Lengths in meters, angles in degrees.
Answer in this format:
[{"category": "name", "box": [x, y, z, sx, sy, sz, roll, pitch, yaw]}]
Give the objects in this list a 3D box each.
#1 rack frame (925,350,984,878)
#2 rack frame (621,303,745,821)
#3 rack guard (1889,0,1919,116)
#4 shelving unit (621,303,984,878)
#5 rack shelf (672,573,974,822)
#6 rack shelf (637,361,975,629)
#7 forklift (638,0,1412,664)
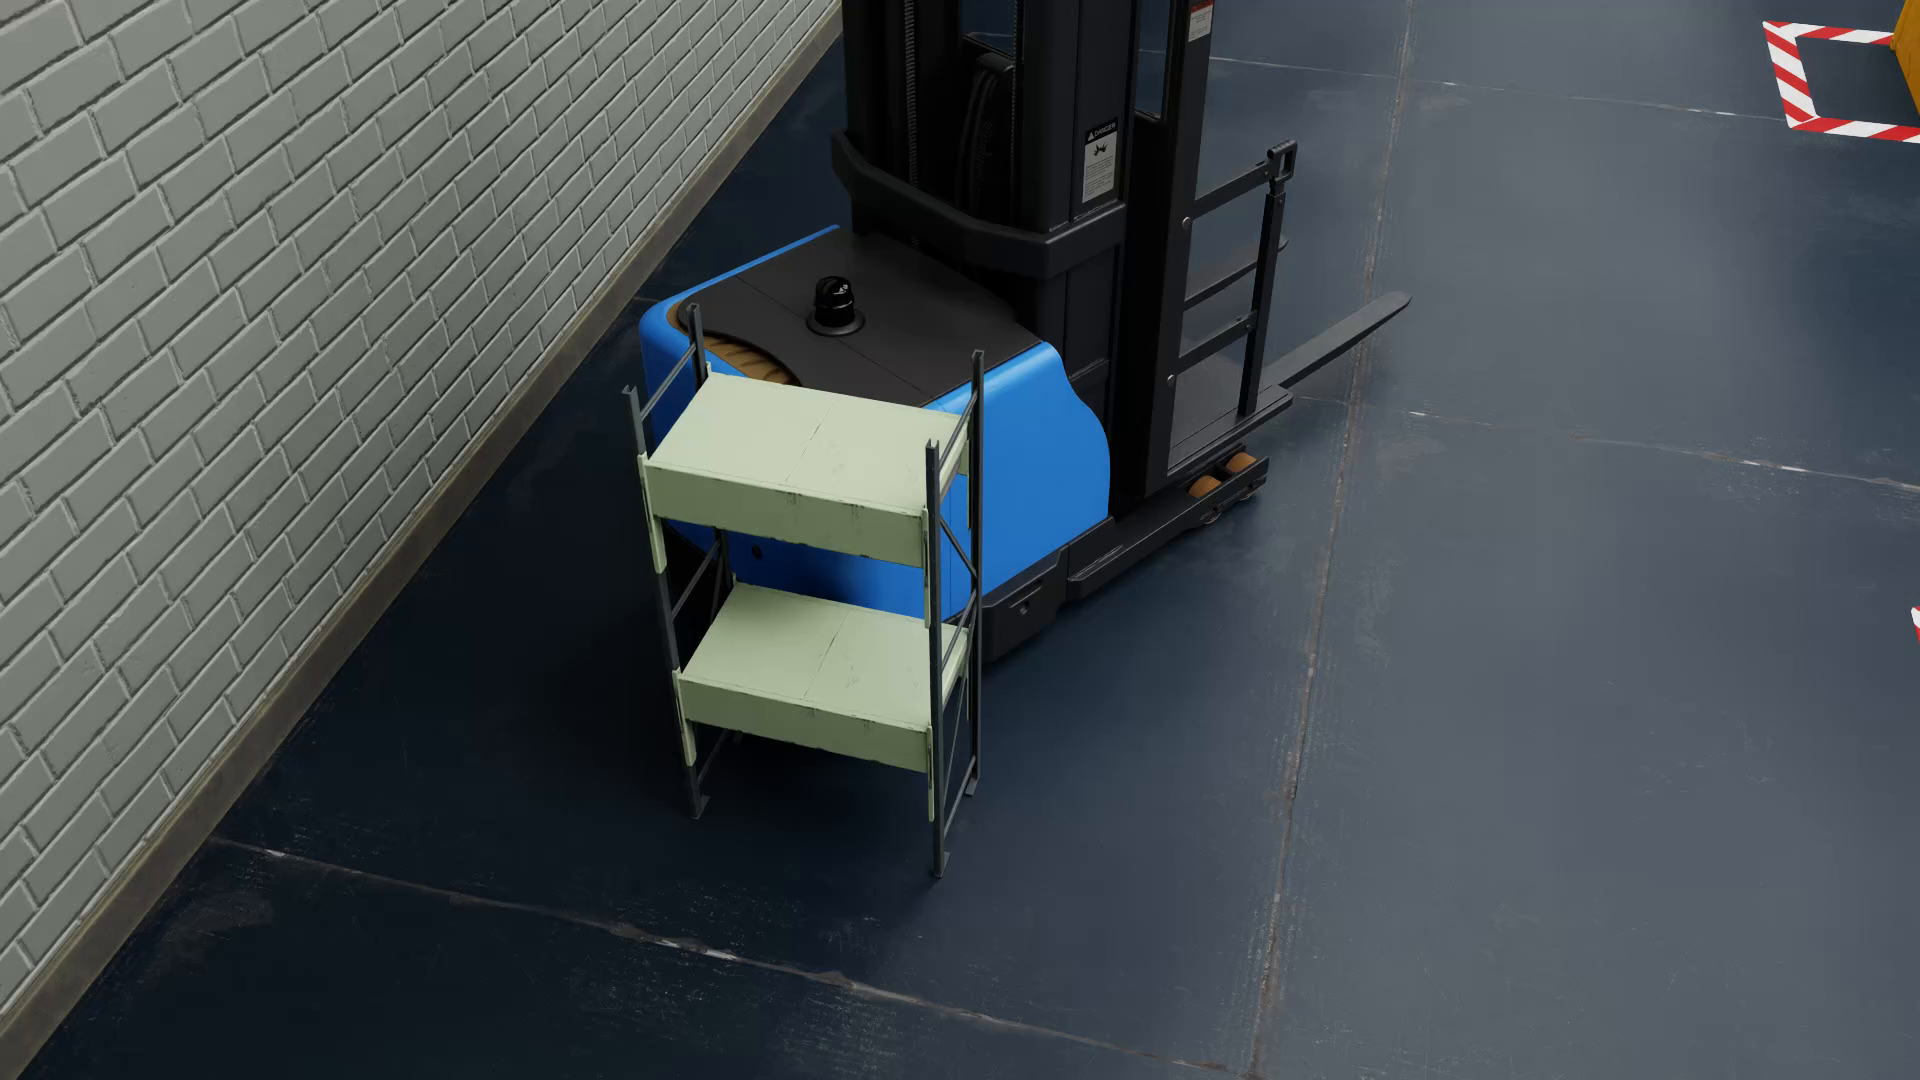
[{"category": "rack frame", "box": [-0.008, 0.245, 4.290, 0.023, 1.500, 0.400, 11, 42, 13]}, {"category": "rack frame", "box": [-0.710, 0.111, 4.450, 0.023, 1.500, 0.400, 11, 42, 13]}, {"category": "rack guard", "box": [5.008, -2.489, 8.325, 0.348, 0.500, 1.175, 10, 41, 11]}, {"category": "shelving unit", "box": [-0.359, 0.178, 4.370, 0.755, 1.500, 0.431, 11, 42, 13]}, {"category": "rack shelf", "box": [-0.358, 0.426, 4.581, 0.720, 0.370, 0.431, 11, 42, 13]}, {"category": "rack shelf", "box": [-0.360, -0.120, 4.117, 0.720, 0.370, 0.431, 11, 42, 13]}, {"category": "forklift", "box": [0.452, -1.398, 5.135, 3.031, 2.935, 1.130, -31, 49, -32]}]
